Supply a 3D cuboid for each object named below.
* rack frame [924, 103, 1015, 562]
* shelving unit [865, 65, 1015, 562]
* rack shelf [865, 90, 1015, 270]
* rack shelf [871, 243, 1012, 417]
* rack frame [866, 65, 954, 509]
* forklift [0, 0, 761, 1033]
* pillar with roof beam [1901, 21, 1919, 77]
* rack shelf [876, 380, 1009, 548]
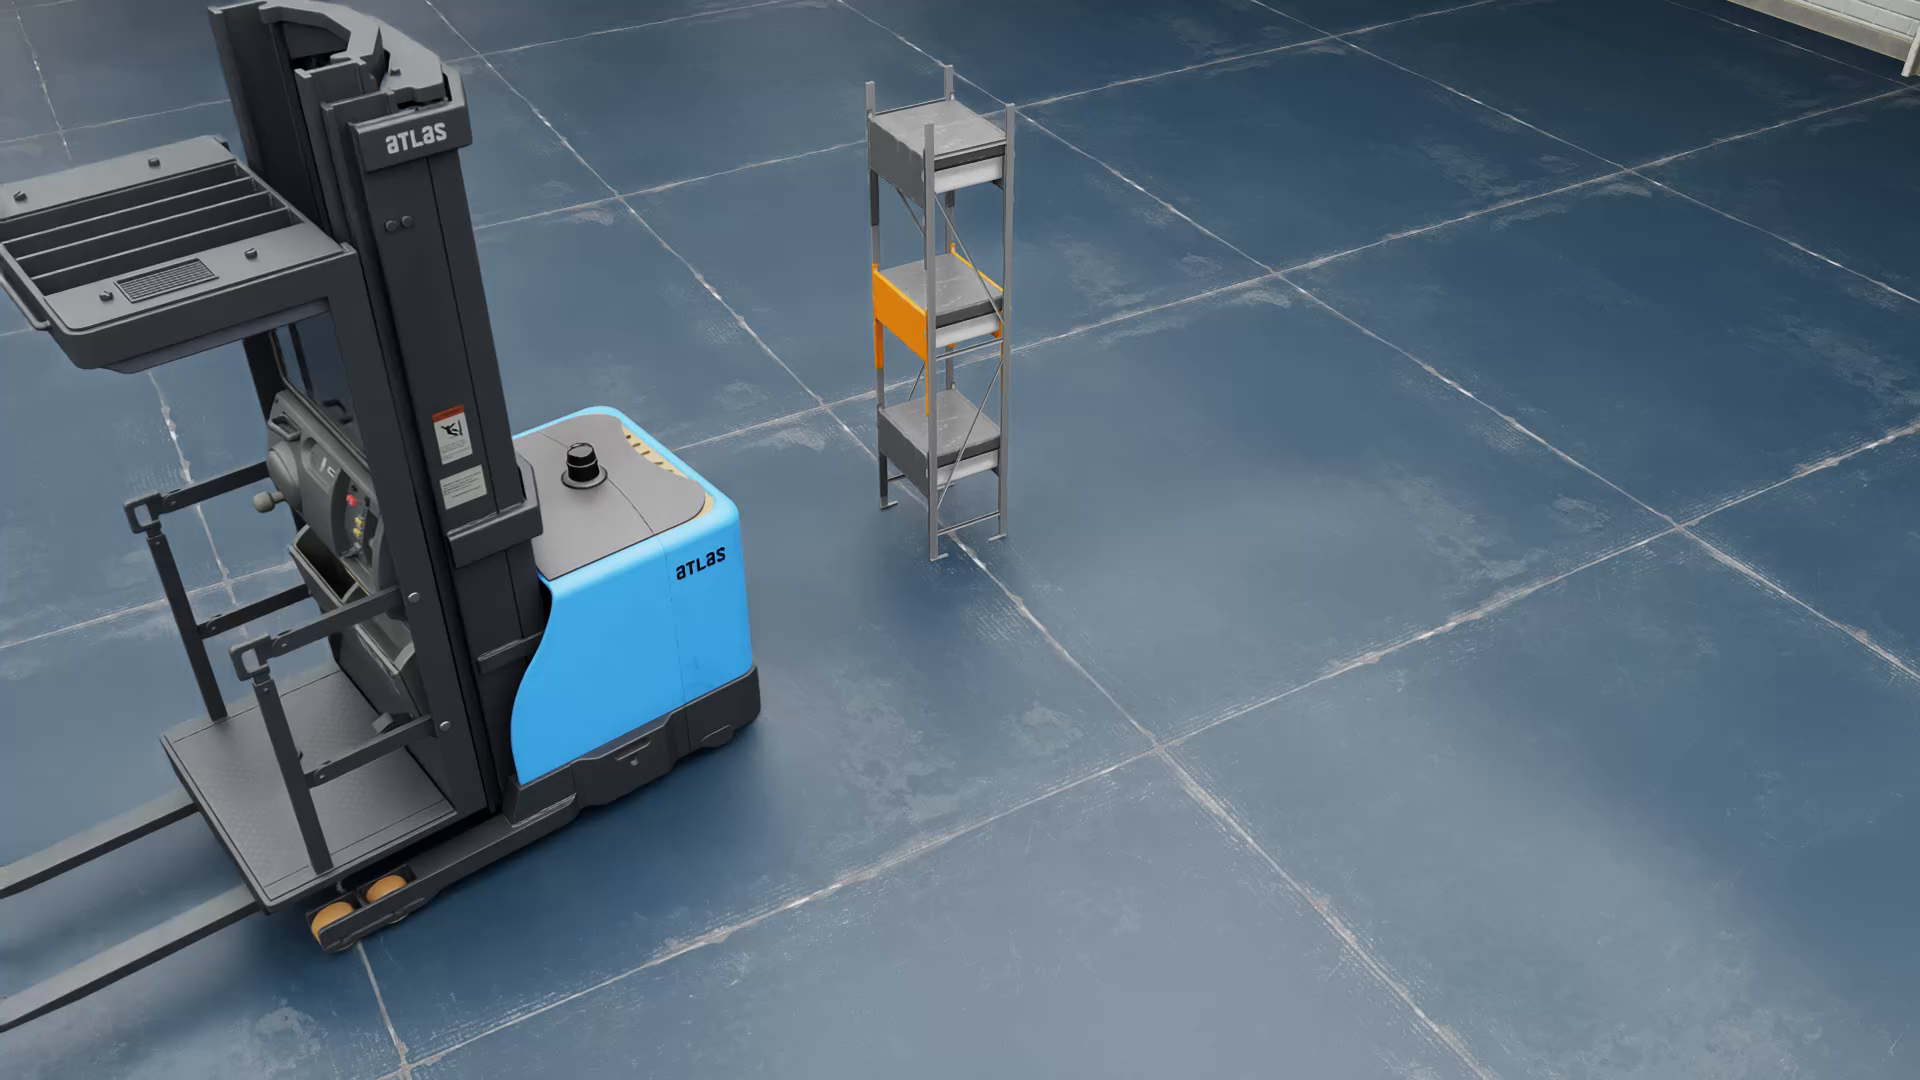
[{"bbox_3d":[0.039,-0.808,7.076,0.400,2.100,0.015,-19,40,-24],"label":"rack frame"},{"bbox_3d":[-0.083,-0.932,7.246,0.431,2.100,0.503,-19,40,-24],"label":"shelving unit"},{"bbox_3d":[-0.083,-1.487,6.841,0.431,0.518,0.480,-19,40,-24],"label":"rack shelf"},{"bbox_3d":[-0.083,-0.921,7.254,0.431,0.518,0.480,-19,40,-24],"label":"rack shelf"},{"bbox_3d":[-0.206,-1.057,7.417,0.400,2.100,0.015,-19,40,-24],"label":"rack frame"},{"bbox_3d":[-2.261,-0.107,5.412,3.031,2.935,1.130,-26,43,-31],"label":"forklift"},{"bbox_3d":[3.620,-5.821,8.091,9.100,9.000,0.400,-19,40,-24],"label":"pillar with roof beam"},{"bbox_3d":[-0.083,-0.356,7.667,0.431,0.518,0.480,-19,40,-24],"label":"rack shelf"}]
